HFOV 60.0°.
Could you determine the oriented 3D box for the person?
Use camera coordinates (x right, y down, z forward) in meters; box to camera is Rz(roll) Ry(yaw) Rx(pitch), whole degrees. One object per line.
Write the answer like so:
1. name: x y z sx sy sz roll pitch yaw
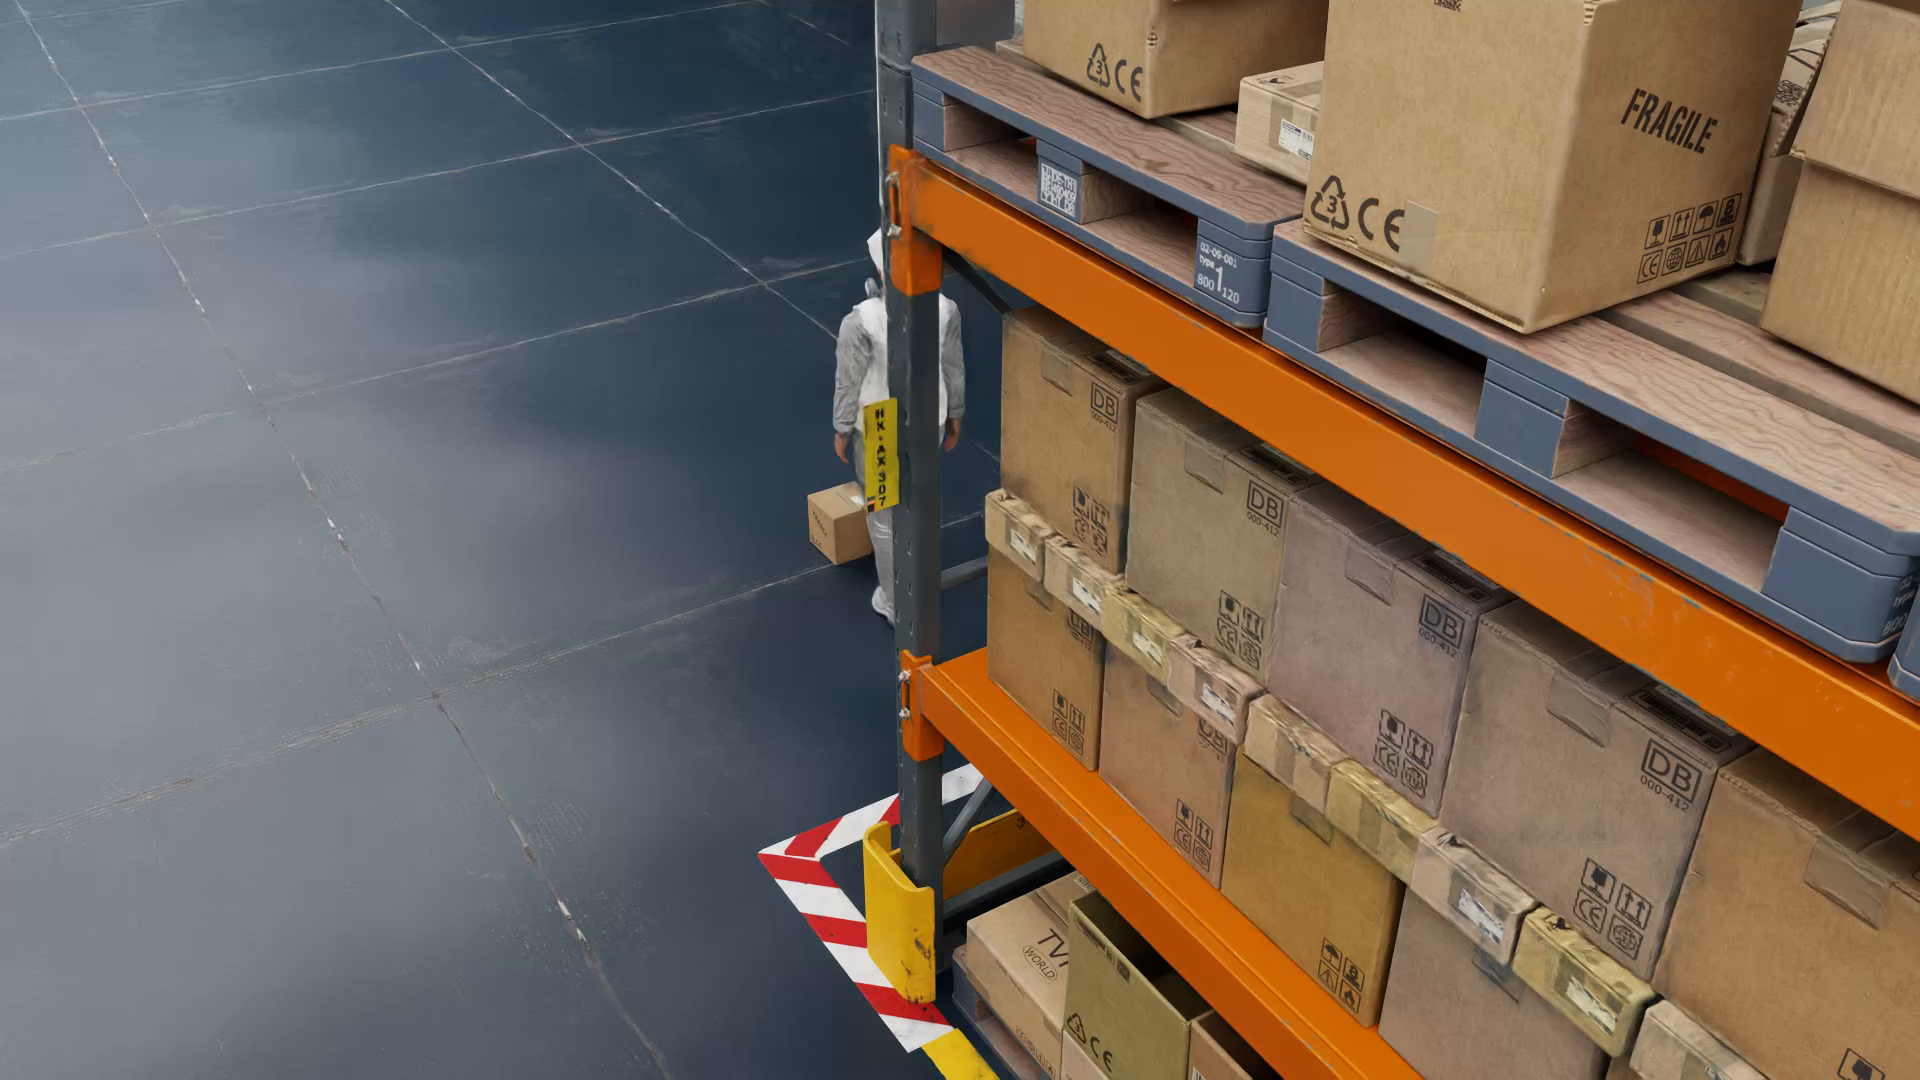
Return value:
1. person: -0.292 -0.534 6.953 0.559 1.767 0.712 -14 35 -21
